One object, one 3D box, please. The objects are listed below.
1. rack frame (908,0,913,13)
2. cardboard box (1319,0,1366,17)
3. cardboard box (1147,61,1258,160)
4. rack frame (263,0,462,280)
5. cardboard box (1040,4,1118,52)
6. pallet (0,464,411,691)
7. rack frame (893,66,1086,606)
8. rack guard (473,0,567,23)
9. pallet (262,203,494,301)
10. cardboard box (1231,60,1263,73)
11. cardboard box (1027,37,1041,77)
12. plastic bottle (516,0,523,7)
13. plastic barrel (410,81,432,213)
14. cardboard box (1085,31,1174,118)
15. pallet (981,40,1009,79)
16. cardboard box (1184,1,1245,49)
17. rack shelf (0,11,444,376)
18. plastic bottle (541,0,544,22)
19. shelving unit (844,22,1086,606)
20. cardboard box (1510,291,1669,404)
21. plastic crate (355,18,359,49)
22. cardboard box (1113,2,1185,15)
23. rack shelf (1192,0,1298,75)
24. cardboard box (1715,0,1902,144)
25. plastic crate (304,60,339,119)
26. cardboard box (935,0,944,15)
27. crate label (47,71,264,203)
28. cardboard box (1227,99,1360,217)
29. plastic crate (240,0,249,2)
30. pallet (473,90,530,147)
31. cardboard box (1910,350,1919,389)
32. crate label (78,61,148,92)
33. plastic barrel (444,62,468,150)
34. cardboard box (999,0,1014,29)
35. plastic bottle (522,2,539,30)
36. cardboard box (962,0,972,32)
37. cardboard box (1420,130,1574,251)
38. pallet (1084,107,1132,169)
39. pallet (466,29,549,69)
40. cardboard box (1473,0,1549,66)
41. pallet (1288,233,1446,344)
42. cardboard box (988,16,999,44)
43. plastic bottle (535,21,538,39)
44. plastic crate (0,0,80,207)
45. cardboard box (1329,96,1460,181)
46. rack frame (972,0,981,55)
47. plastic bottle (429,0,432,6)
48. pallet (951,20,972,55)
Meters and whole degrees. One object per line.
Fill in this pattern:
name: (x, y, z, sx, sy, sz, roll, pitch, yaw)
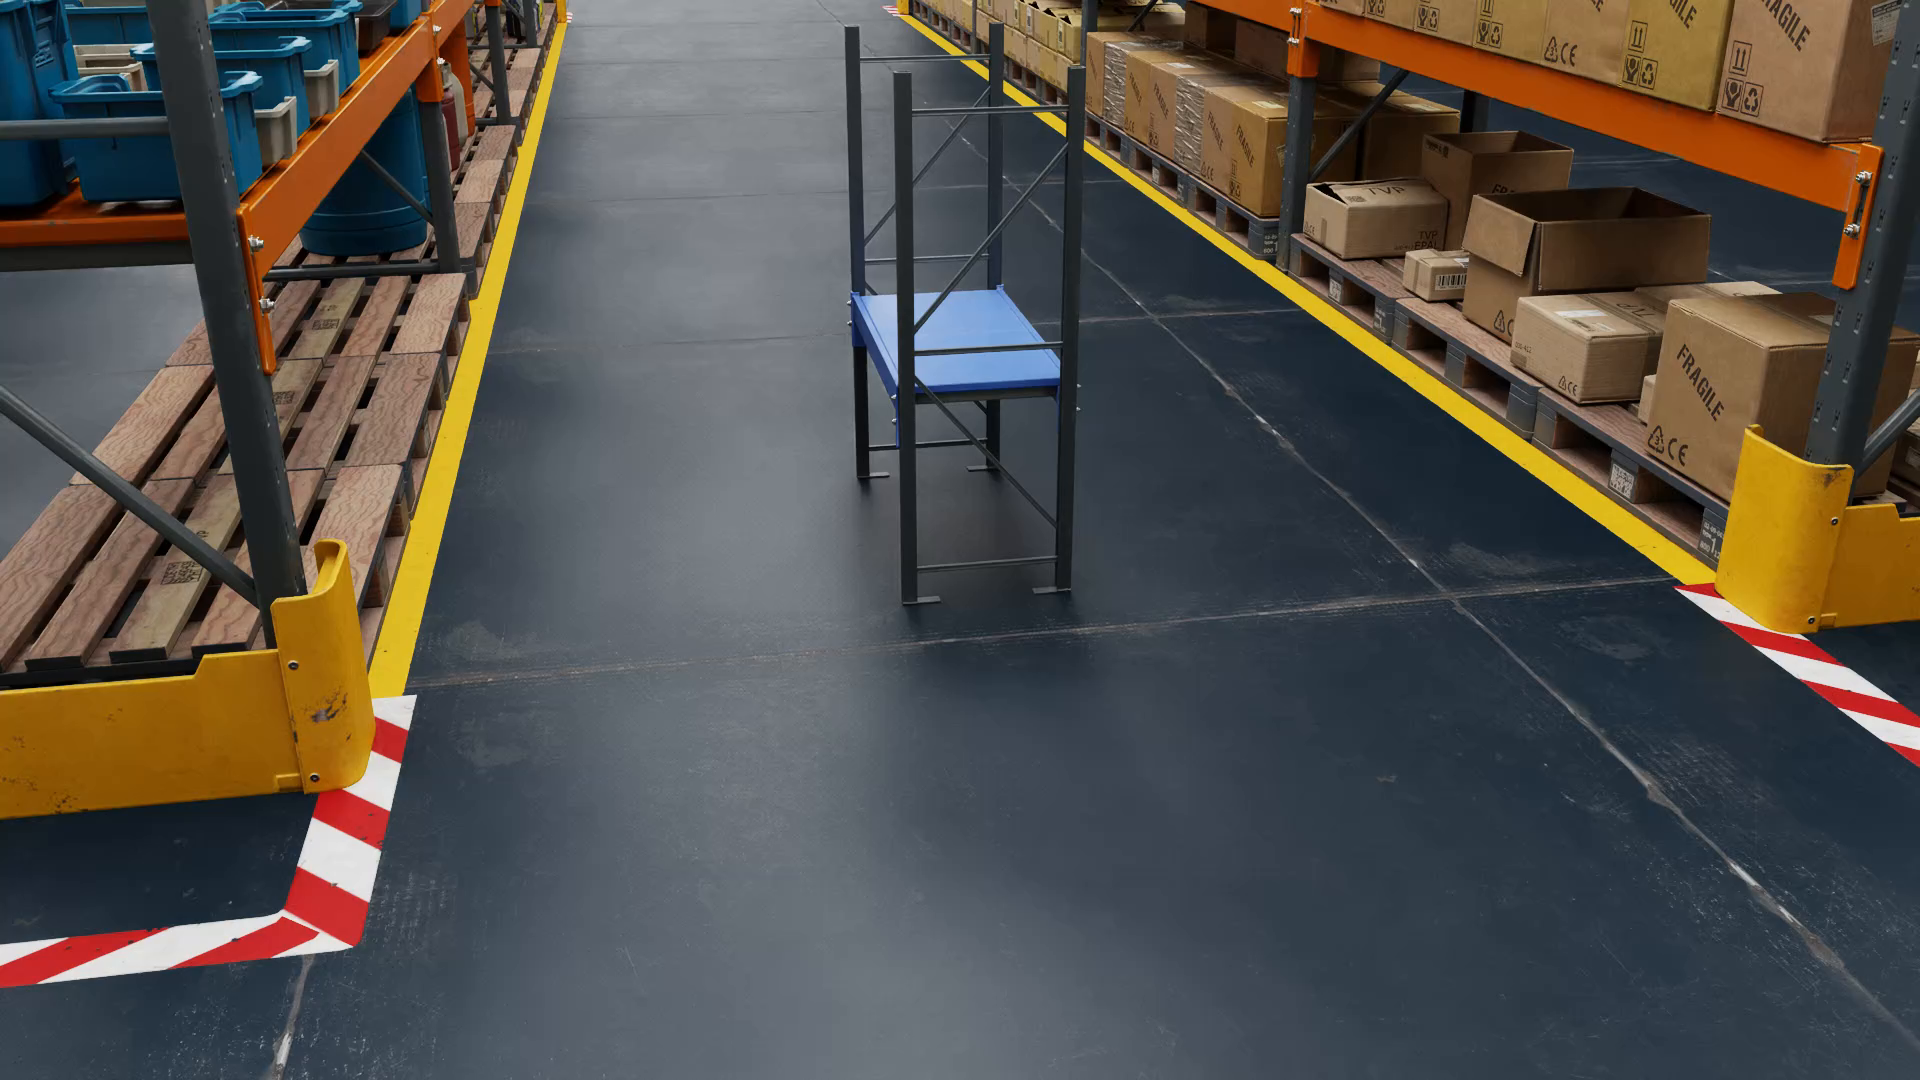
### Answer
rack frame: (-0.124, -7.481, 18.632, 1.000, 3.000, 0.127, -4, 24, -10)
cardboard box: (1.921, -2.586, 7.299, 0.500, 0.500, 0.500, -4, 24, -8)
cardboard box: (1.450, -2.582, 9.988, 0.500, 0.500, 0.500, -5, 24, -12)
rack frame: (-2.774, -2.396, 6.988, 1.000, 3.000, 0.127, -4, 24, -10)
cardboard box: (0.914, -3.916, 12.678, 0.500, 0.311, 0.500, -5, 24, -11)
pallet: (-2.149, 0.128, 4.693, 1.003, 0.211, 1.213, -4, 24, -10)
rack frame: (0.078, -0.521, 4.569, 0.500, 1.500, 0.032, -4, 24, -10)
rack guard: (-4.933, -5.944, 18.235, 1.175, 0.500, 0.348, -4, 24, -10)
pallet: (-2.876, -1.425, 8.248, 1.003, 0.211, 1.213, -4, 24, -10)
cardboard box: (1.957, -2.631, 10.099, 0.500, 0.500, 0.500, -5, 24, -12)
cardboard box: (0.829, -3.856, 13.243, 0.500, 0.250, 0.500, -4, 24, -9)
plastic bottle: (-4.249, -5.065, 15.953, 0.152, 0.276, 0.135, -4, 24, -10)
plastic barrel: (-2.989, -2.121, 8.455, 0.600, 0.901, 0.708, -4, 24, -10)
cardboard box: (1.158, -3.190, 11.381, 0.500, 0.500, 0.500, -3, 24, -7)
pallet: (0.790, -4.343, 14.930, 1.003, 0.211, 1.213, -4, 24, -10)
cardboard box: (1.773, -3.362, 10.836, 0.500, 0.250, 0.500, -3, 24, -8)
rack shelf: (-2.404, -1.280, 5.331, 1.077, 0.370, 4.000, -4, 24, -10)
plastic bottle: (-4.177, -5.224, 16.316, 0.152, 0.276, 0.135, -5, 24, -11)
shelving unit: (-0.016, -0.721, 5.027, 0.538, 1.500, 1.048, -4, 24, -10)
cardboard box: (2.345, -0.701, 5.993, 0.500, 0.250, 0.500, -4, 24, -10)
plastic crate: (-2.157, -1.640, 5.512, 0.293, 0.136, 0.466, -4, 24, -10)
cardboard box: (1.441, -3.958, 12.774, 0.500, 0.311, 0.500, -5, 24, -11)
rack shelf: (1.725, -3.218, 9.770, 1.077, 0.370, 4.000, -4, 24, -10)
cardboard box: (2.484, -1.390, 4.559, 0.500, 0.500, 0.500, -4, 24, -8)
plastic crate: (-1.860, -1.250, 4.619, 0.250, 0.136, 0.298, -4, 24, -10)
cardboard box: (0.032, -5.596, 17.226, 0.500, 0.250, 0.500, -4, 24, -10)
crate label: (-1.756, -0.895, 3.686, 0.416, 0.233, 0.303, -4, 24, -10)
cardboard box: (1.722, -1.990, 8.632, 0.500, 0.500, 0.500, -4, 24, -10)
plastic crate: (-2.855, -2.083, 6.117, 0.402, 0.464, 0.583, -4, 24, -10)
pallet: (-3.619, -2.999, 11.853, 1.003, 0.211, 1.213, -4, 24, -10)
cardboard box: (2.920, -0.561, 5.672, 0.500, 0.250, 0.500, -4, 24, -10)
crate label: (-2.478, -1.260, 4.641, 0.396, 0.136, 0.243, -4, 24, -10)
plastic barrel: (-3.214, -2.615, 10.074, 0.421, 0.512, 0.421, 0, 24, 0)
cardboard box: (0.631, -4.515, 14.051, 0.500, 0.311, 0.500, -5, 24, -11)
plastic bottle: (-3.995, -4.879, 15.433, 0.144, 0.351, 0.185, -4, 24, -8)
cardboard box: (0.315, -5.006, 15.876, 0.500, 0.250, 0.500, -4, 24, -10)
cardboard box: (2.479, -1.614, 7.772, 0.500, 0.500, 0.500, -4, 24, -10)
pallet: (1.456, -2.760, 11.306, 1.003, 0.211, 1.213, -4, 24, -10)
pallet: (-4.337, -4.532, 15.363, 1.003, 0.211, 1.213, -4, 24, -10)
cardboard box: (2.205, -1.988, 5.930, 0.500, 0.500, 0.500, -5, 24, -10)
pallet: (2.221, -1.213, 7.764, 1.003, 0.211, 1.213, -4, 24, -10)
cardboard box: (0.540, -4.462, 14.630, 0.500, 0.250, 0.500, -4, 24, -8)
plastic bottle: (-3.900, -4.660, 15.118, 0.097, 0.201, 0.097, 0, 24, 0)
plastic crate: (-2.280, -0.984, 3.637, 0.616, 0.435, 0.499, -4, 24, -10)
cardboard box: (2.245, -2.026, 8.714, 0.500, 0.500, 0.500, -5, 24, -12)
rack frame: (0.615, -5.908, 15.029, 1.000, 3.000, 0.127, -4, 24, -10)
plastic bottle: (-2.447, -2.571, 7.534, 0.061, 0.283, 0.133, -4, 24, -10)
pallet: (0.509, -4.946, 16.311, 1.003, 0.211, 1.213, -4, 24, -10)
